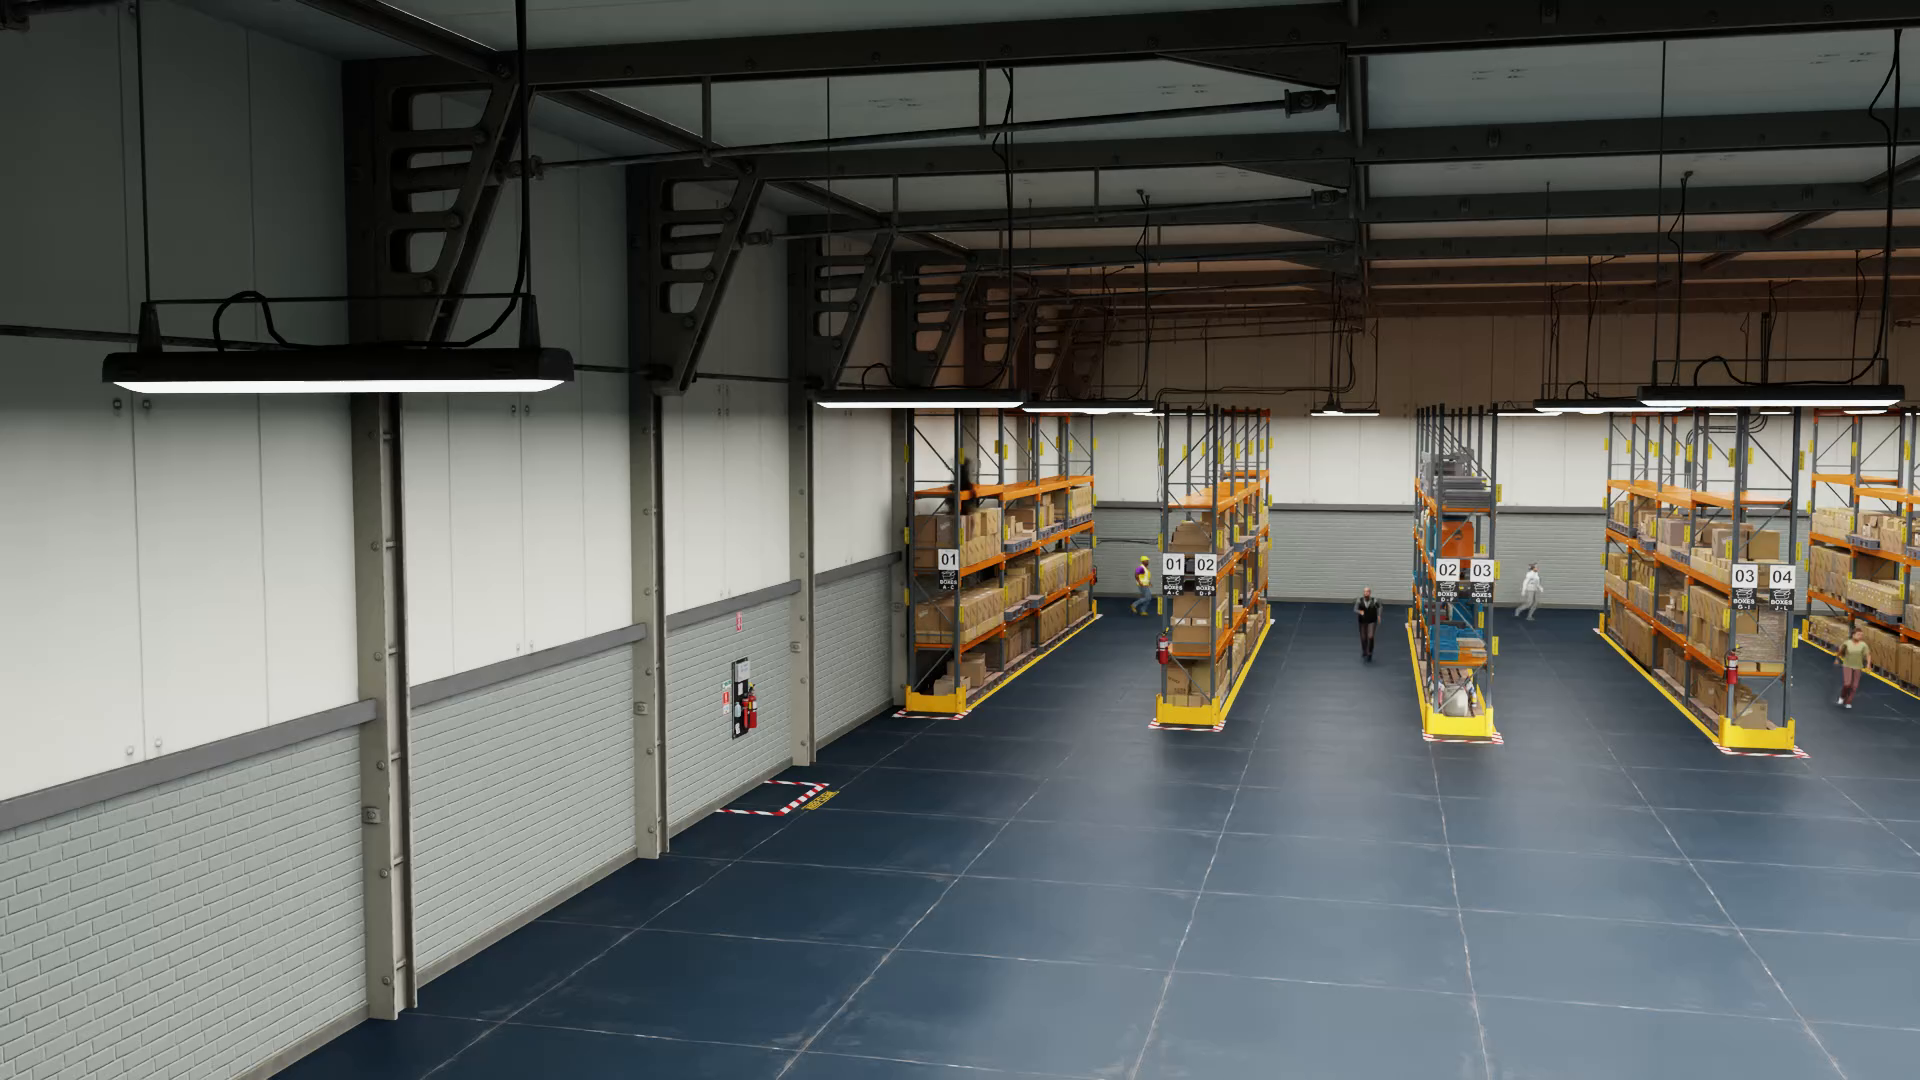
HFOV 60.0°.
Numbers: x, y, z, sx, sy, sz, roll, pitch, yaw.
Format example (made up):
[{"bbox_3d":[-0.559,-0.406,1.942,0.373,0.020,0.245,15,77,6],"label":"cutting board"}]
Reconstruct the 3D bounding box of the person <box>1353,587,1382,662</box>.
[{"bbox_3d":[9.639,2.005,39.359,0.632,1.772,0.831,2,4,20],"label":"person"}]

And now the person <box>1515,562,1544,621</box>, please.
[{"bbox_3d":[16.192,1.464,47.317,0.650,1.675,0.626,-3,5,-37],"label":"person"}]

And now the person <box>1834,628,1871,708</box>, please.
[{"bbox_3d":[17.578,2.527,32.708,0.576,1.624,0.722,1,4,17],"label":"person"}]

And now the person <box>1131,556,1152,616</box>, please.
[{"bbox_3d":[5.325,1.334,48.617,0.567,1.724,0.755,1,4,18],"label":"person"}]
